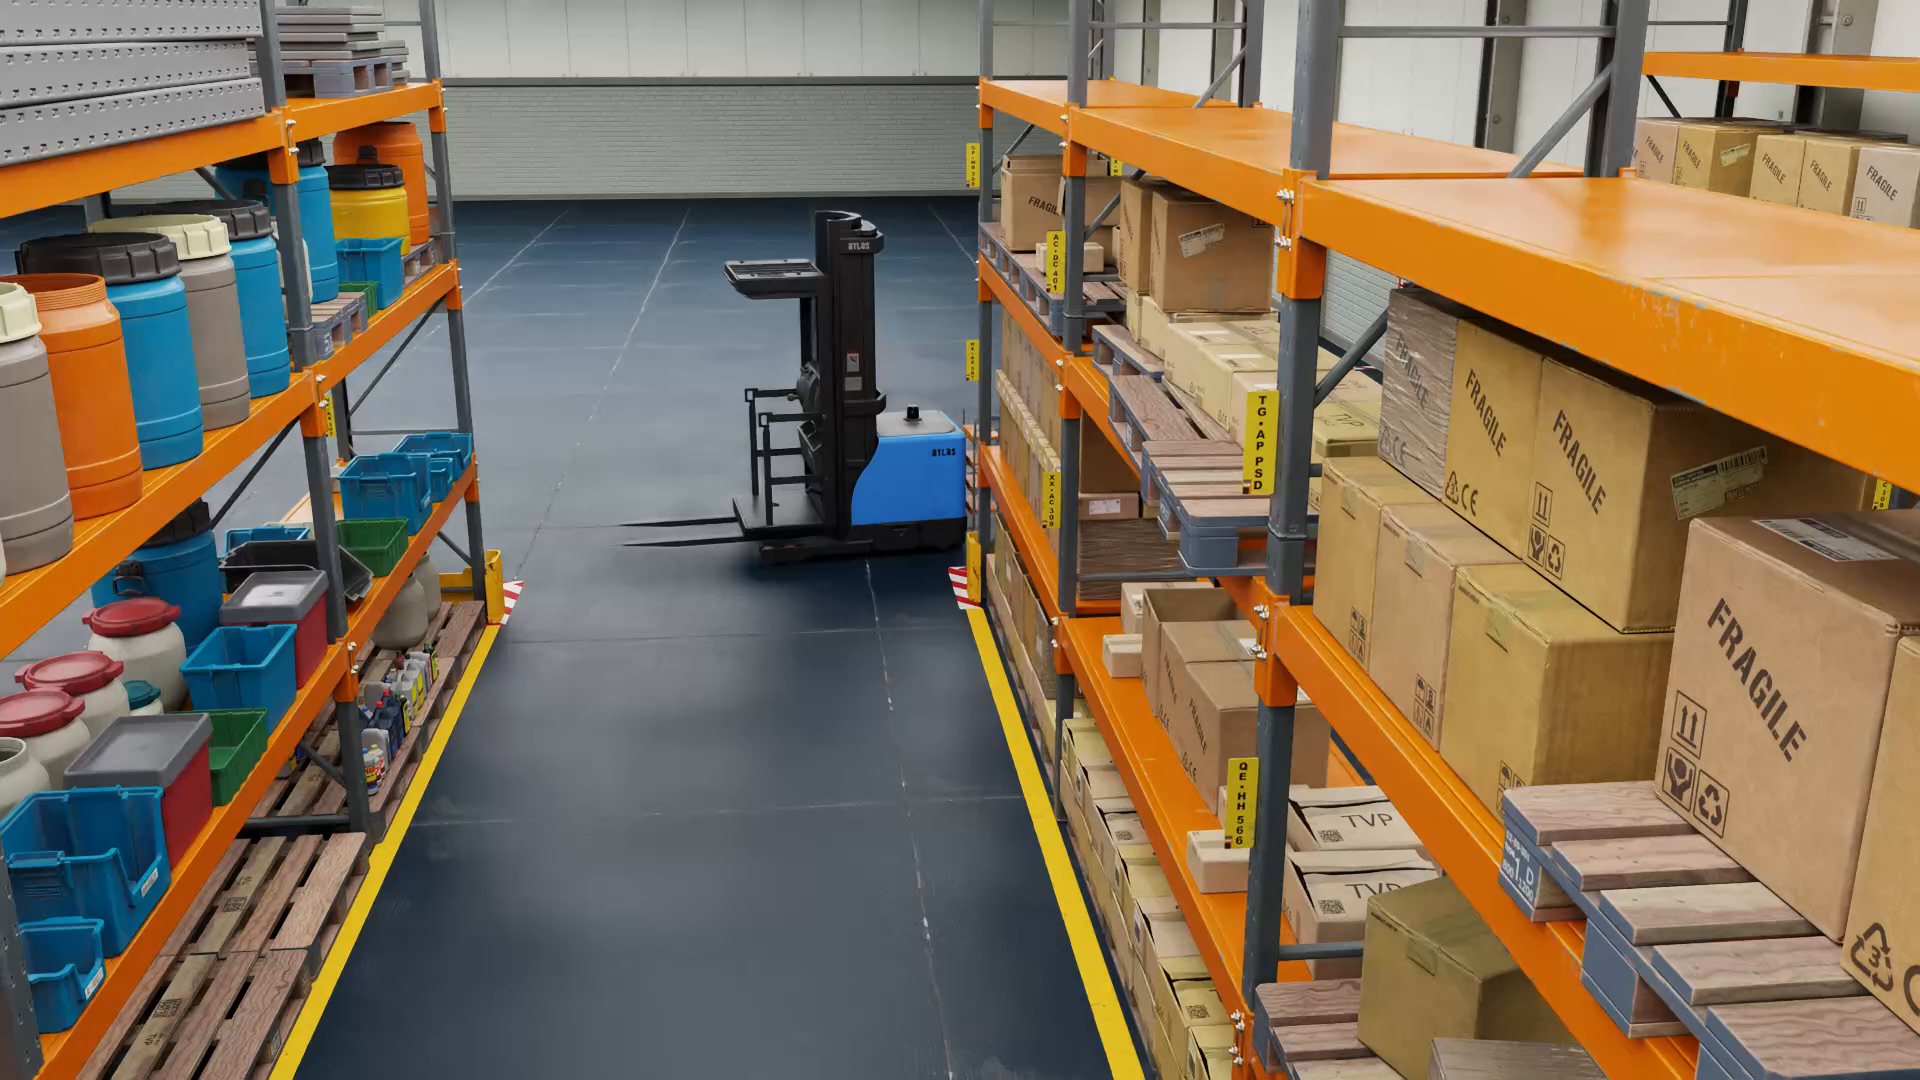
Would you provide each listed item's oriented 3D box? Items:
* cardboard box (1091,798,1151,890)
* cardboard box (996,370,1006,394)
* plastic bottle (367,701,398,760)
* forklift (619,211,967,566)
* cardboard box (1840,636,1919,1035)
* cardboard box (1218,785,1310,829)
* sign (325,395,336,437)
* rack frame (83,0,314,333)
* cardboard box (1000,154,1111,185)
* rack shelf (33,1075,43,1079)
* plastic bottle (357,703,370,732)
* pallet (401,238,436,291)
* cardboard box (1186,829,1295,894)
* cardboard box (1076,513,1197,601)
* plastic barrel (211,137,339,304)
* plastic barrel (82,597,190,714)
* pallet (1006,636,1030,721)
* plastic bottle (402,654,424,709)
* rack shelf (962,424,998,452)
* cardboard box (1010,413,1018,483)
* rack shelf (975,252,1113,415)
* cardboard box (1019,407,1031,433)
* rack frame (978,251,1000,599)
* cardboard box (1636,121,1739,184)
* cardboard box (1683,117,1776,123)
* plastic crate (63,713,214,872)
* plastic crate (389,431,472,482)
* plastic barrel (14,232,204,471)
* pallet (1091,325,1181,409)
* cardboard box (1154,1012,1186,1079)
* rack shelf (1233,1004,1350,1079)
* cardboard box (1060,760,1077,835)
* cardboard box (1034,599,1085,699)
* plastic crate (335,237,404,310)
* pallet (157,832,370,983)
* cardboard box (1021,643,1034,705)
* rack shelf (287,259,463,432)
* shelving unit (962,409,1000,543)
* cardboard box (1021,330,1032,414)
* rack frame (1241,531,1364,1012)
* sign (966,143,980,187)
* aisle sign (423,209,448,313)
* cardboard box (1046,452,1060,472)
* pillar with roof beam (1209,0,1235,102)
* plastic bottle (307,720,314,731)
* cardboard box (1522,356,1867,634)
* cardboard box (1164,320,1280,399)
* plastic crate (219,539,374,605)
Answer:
[{"bbox_3d":[0.961,1.489,8.380,0.500,0.311,0.500,-2,18,-7],"label":"cardboard box"},{"bbox_3d":[0.478,-1.215,12.789,0.380,0.149,0.250,-2,18,-6],"label":"cardboard box"},{"bbox_3d":[-3.533,1.163,10.152,0.144,0.351,0.185,-1,17,-4],"label":"plastic bottle"},{"bbox_3d":[-1.508,-1.349,14.580,3.031,2.935,1.130,-4,18,-13],"label":"forklift"},{"bbox_3d":[1.820,0.516,2.482,0.600,0.600,0.600,-2,18,-6],"label":"cardboard box"},{"bbox_3d":[1.290,1.144,6.945,0.380,0.149,0.250,0,17,-2],"label":"cardboard box"},{"bbox_3d":[-4.823,-0.946,12.719,0.100,0.325,0.005,-2,18,-6],"label":"sign"},{"bbox_3d":[-3.863,-2.500,8.116,1.000,3.000,0.127,-2,18,-6],"label":"rack frame"},{"bbox_3d":[0.707,-2.557,12.200,0.797,0.503,0.637,-1,17,-2],"label":"cardboard box"},{"bbox_3d":[-3.244,2.493,3.429,1.077,0.370,4.000,-2,18,-6],"label":"rack shelf"},{"bbox_3d":[-3.677,1.168,10.138,0.144,0.351,0.185,-2,18,-6],"label":"plastic bottle"},{"bbox_3d":[-4.287,-1.921,11.595,1.003,0.211,1.213,-2,18,-6],"label":"pallet"},{"bbox_3d":[1.110,1.263,6.567,0.380,0.149,0.250,-2,18,-6],"label":"cardboard box"},{"bbox_3d":[1.013,0.031,9.904,0.700,0.500,0.500,-2,18,-7],"label":"cardboard box"},{"bbox_3d":[-3.859,-1.808,9.383,0.600,0.901,0.708,-2,18,-6],"label":"plastic barrel"},{"bbox_3d":[-3.982,0.589,8.065,0.433,0.535,0.433,0,17,0],"label":"plastic barrel"},{"bbox_3d":[0.895,0.938,11.836,1.003,0.211,1.213,-2,18,-6],"label":"pallet"},{"bbox_3d":[-3.616,0.925,10.912,0.144,0.351,0.185,-1,17,-3],"label":"plastic bottle"},{"bbox_3d":[0.189,-0.909,14.755,0.258,0.148,0.480,-3,18,-11],"label":"rack shelf"},{"bbox_3d":[0.747,-0.733,12.337,0.700,0.500,0.500,-1,17,-4],"label":"cardboard box"},{"bbox_3d":[0.858,-1.473,11.055,1.077,0.370,4.000,-2,18,-6],"label":"rack shelf"},{"bbox_3d":[0.613,-0.831,11.567,0.380,0.149,0.250,-2,18,-6],"label":"cardboard box"},{"bbox_3d":[0.652,-0.981,13.295,1.000,3.000,0.127,-2,18,-6],"label":"rack frame"},{"bbox_3d":[5.379,-2.827,12.298,0.500,0.500,0.500,-2,18,-6],"label":"cardboard box"},{"bbox_3d":[5.884,-2.980,12.785,0.500,0.500,0.500,-1,17,-3],"label":"cardboard box"},{"bbox_3d":[-3.312,1.033,6.773,0.402,0.464,0.583,-2,18,-6],"label":"plastic crate"},{"bbox_3d":[-3.926,-0.618,12.387,0.499,0.251,0.616,-2,18,-6],"label":"plastic crate"},{"bbox_3d":[-3.459,-0.773,6.788,0.600,0.901,0.708,-2,18,-6],"label":"plastic barrel"},{"bbox_3d":[1.169,-0.867,8.242,0.805,0.209,1.217,-2,18,-8],"label":"pallet"},{"bbox_3d":[1.124,2.211,7.016,0.500,0.250,0.500,-2,18,-6],"label":"cardboard box"},{"bbox_3d":[1.684,2.341,3.912,1.077,0.370,4.000,-2,18,-6],"label":"rack shelf"},{"bbox_3d":[0.860,1.450,9.440,0.500,0.250,0.500,-2,18,-7],"label":"cardboard box"},{"bbox_3d":[0.760,0.684,10.629,0.500,0.500,0.500,-2,18,-6],"label":"cardboard box"},{"bbox_3d":[-3.779,-1.694,10.584,0.392,0.384,0.575,-2,18,-6],"label":"plastic crate"},{"bbox_3d":[-3.743,1.926,8.691,1.003,0.211,1.213,-2,18,-6],"label":"pallet"},{"bbox_3d":[0.692,0.893,11.215,0.500,0.250,0.500,-2,18,-6],"label":"cardboard box"},{"bbox_3d":[-4.069,-1.321,10.571,1.077,0.370,4.000,-2,18,-6],"label":"rack shelf"},{"bbox_3d":[0.186,-0.534,14.872,0.258,1.200,0.503,-3,18,-11],"label":"shelving unit"},{"bbox_3d":[0.805,-1.186,11.614,0.700,0.500,0.500,-2,18,-5],"label":"cardboard box"},{"bbox_3d":[1.477,1.402,5.703,1.000,3.000,0.127,-2,18,-6],"label":"rack frame"},{"bbox_3d":[0.099,-2.852,12.654,0.100,0.325,0.005,-2,18,-6],"label":"sign"},{"bbox_3d":[-3.987,-2.100,12.519,0.394,0.787,0.004,-2,18,-6],"label":"aisle sign"},{"bbox_3d":[0.742,-0.451,10.356,0.380,0.149,0.250,-2,18,-6],"label":"cardboard box"},{"bbox_3d":[0.373,-9.046,28.966,9.100,9.000,0.400,-2,18,-6],"label":"pillar with roof beam"},{"bbox_3d":[-4.176,1.060,10.593,0.061,0.283,0.133,-2,18,-6],"label":"plastic bottle"},{"bbox_3d":[1.621,-0.120,3.706,0.500,0.500,0.500,-2,18,-6],"label":"cardboard box"},{"bbox_3d":[1.201,-0.778,7.188,0.500,0.250,0.500,-3,18,-10],"label":"cardboard box"},{"bbox_3d":[-3.790,0.232,9.533,0.767,0.338,0.504,-2,18,-6],"label":"plastic crate"}]
